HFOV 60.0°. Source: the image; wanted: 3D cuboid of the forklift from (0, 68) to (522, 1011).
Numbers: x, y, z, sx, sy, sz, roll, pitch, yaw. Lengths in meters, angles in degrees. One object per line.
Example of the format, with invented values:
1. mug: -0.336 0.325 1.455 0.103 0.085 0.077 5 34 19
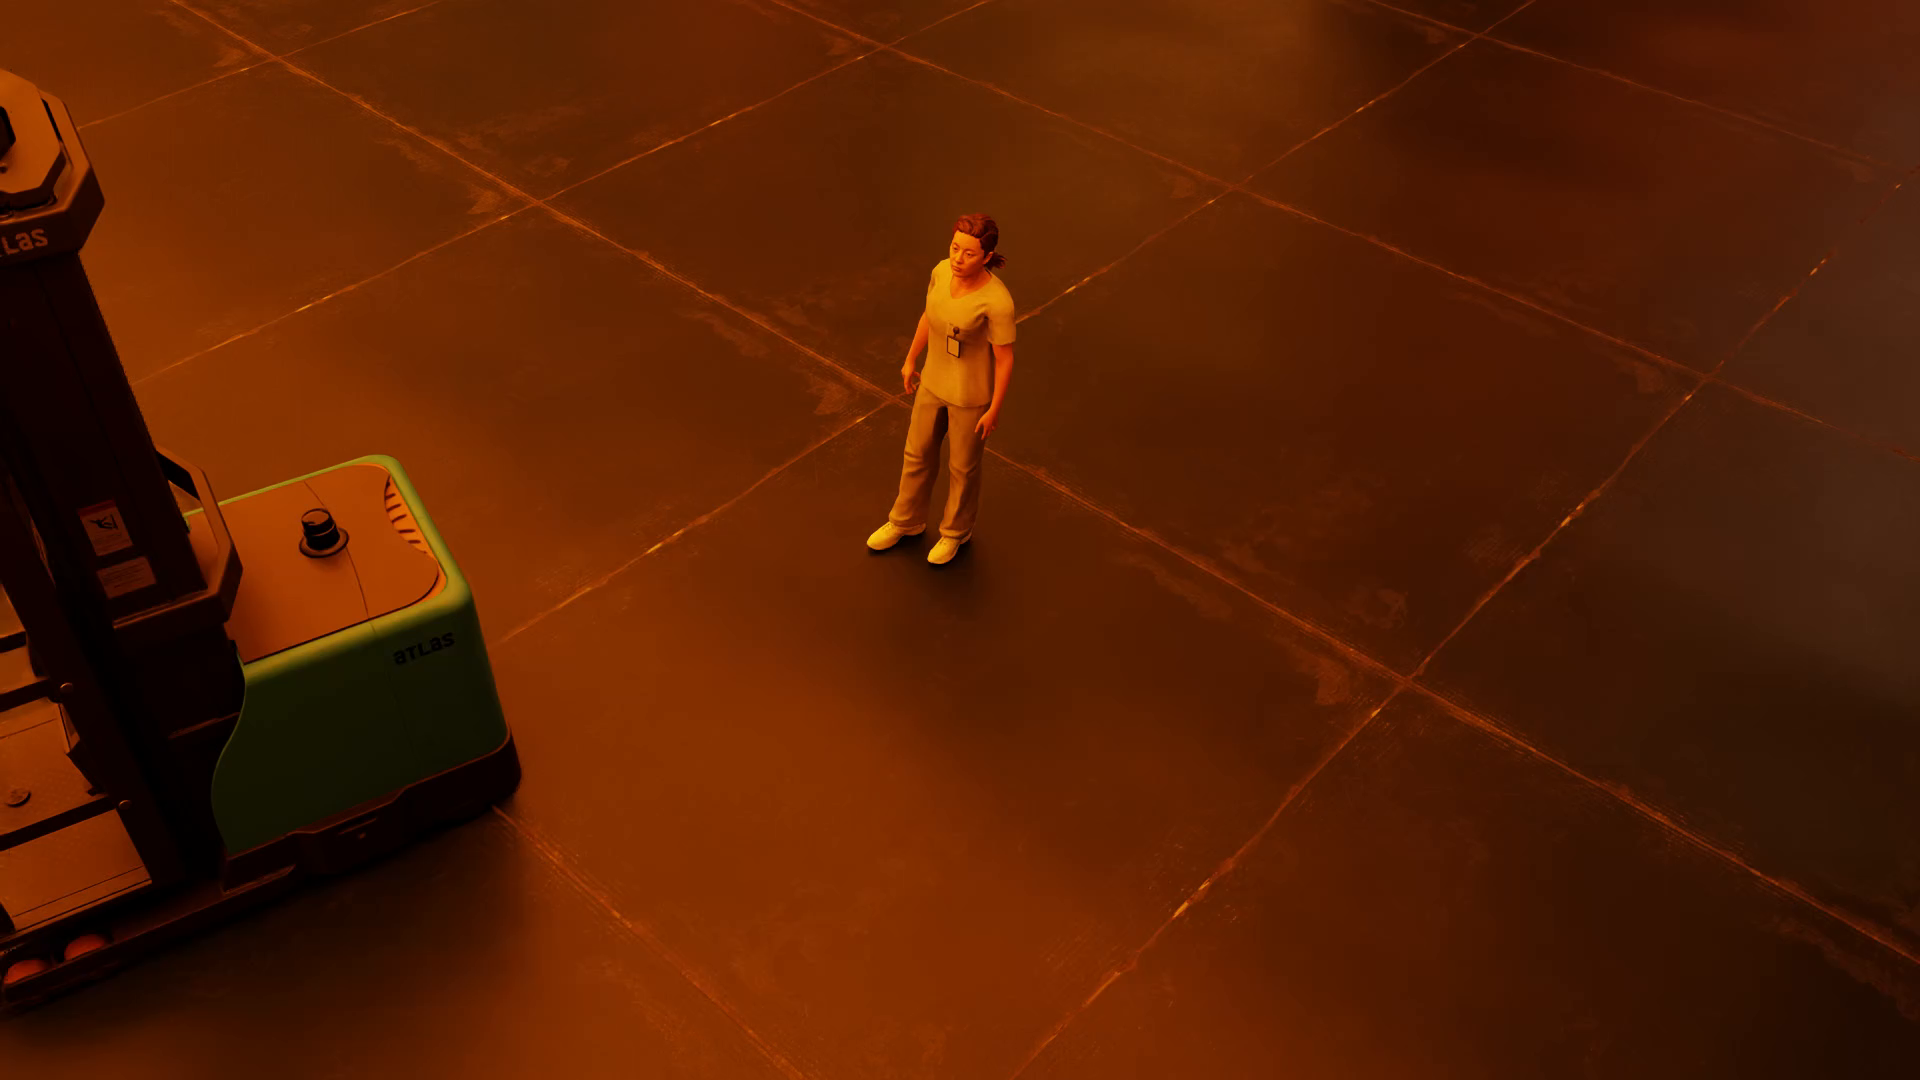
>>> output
1. forklift: -3.240 0.109 5.301 3.031 2.935 1.130 -21 45 -23

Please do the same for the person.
1. person: -0.060 -0.613 7.095 0.549 1.675 0.549 31 49 31
